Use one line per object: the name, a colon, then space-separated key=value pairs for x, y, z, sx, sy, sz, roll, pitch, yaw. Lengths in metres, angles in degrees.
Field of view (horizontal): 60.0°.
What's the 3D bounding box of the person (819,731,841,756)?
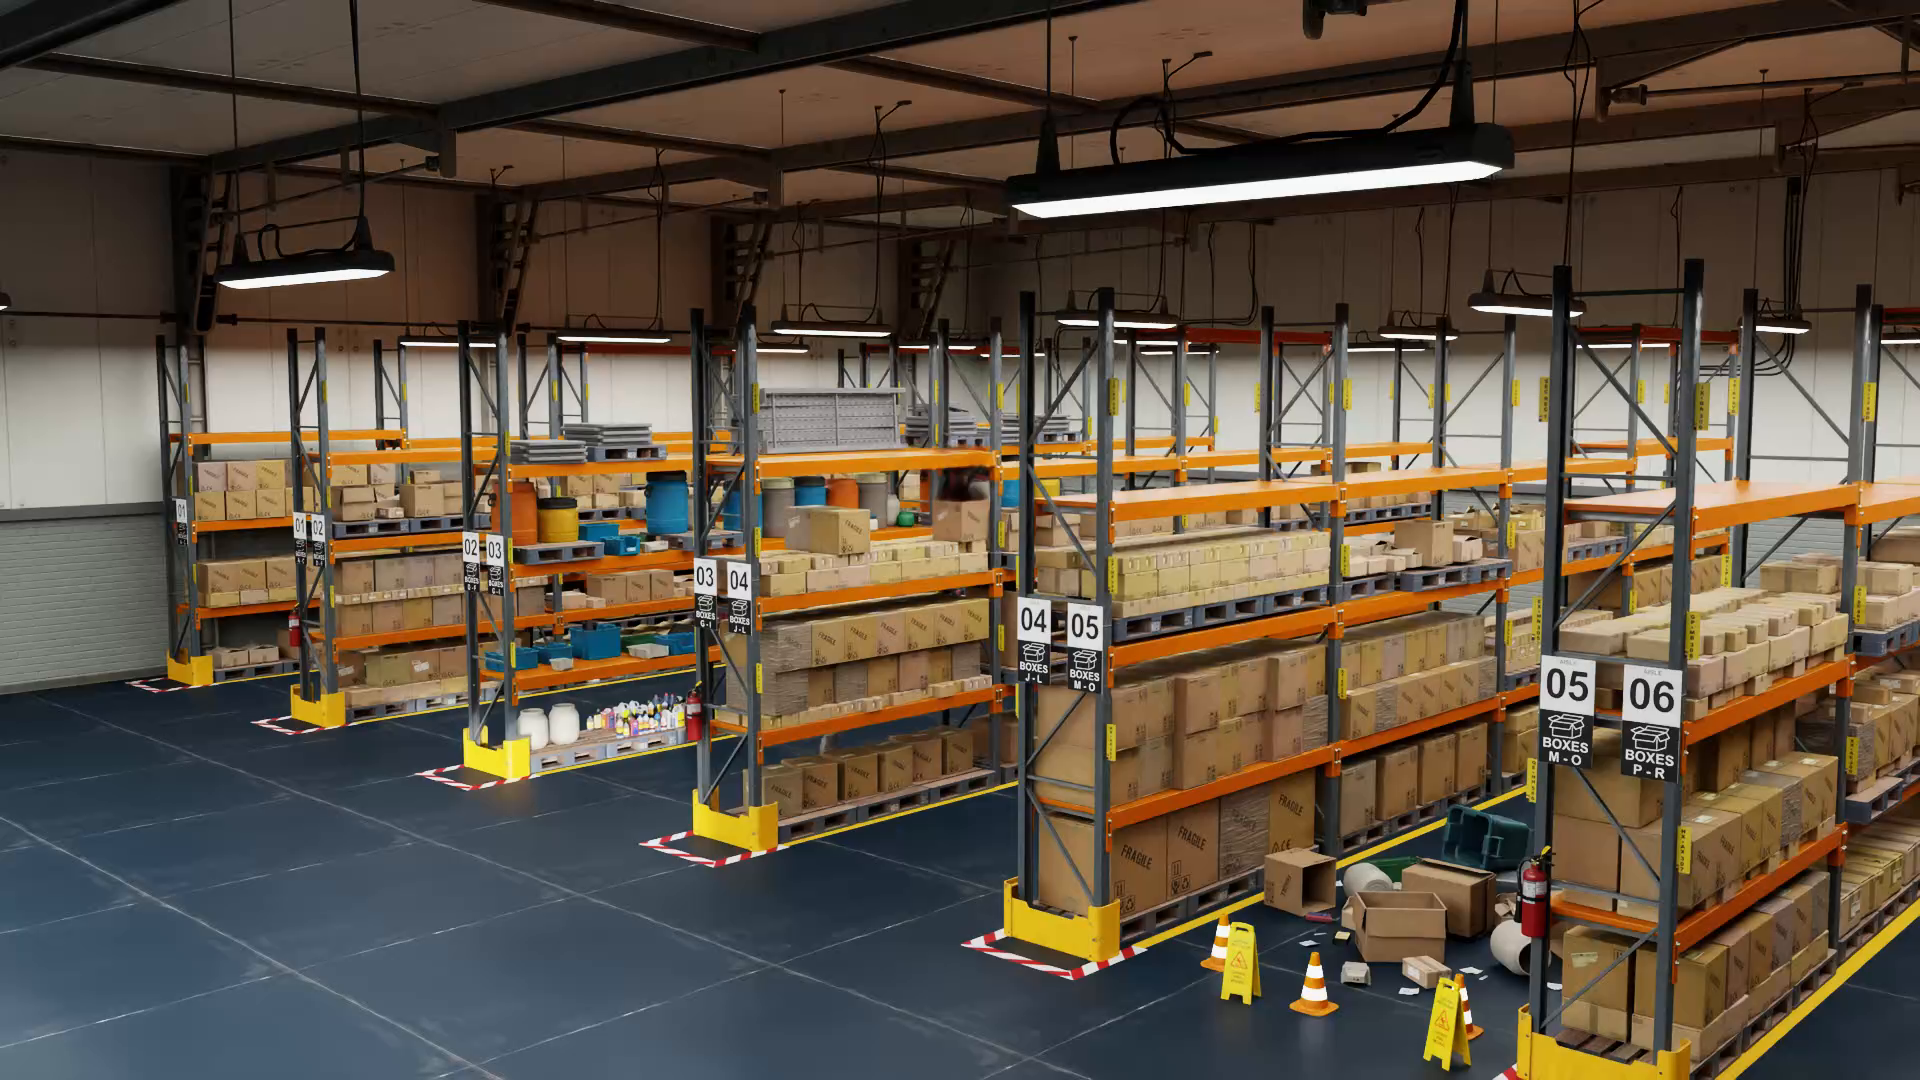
person: x=-1.685 y=2.243 z=21.779 sx=0.550 sy=1.754 sz=0.626 roll=2 pitch=6 yaw=16
